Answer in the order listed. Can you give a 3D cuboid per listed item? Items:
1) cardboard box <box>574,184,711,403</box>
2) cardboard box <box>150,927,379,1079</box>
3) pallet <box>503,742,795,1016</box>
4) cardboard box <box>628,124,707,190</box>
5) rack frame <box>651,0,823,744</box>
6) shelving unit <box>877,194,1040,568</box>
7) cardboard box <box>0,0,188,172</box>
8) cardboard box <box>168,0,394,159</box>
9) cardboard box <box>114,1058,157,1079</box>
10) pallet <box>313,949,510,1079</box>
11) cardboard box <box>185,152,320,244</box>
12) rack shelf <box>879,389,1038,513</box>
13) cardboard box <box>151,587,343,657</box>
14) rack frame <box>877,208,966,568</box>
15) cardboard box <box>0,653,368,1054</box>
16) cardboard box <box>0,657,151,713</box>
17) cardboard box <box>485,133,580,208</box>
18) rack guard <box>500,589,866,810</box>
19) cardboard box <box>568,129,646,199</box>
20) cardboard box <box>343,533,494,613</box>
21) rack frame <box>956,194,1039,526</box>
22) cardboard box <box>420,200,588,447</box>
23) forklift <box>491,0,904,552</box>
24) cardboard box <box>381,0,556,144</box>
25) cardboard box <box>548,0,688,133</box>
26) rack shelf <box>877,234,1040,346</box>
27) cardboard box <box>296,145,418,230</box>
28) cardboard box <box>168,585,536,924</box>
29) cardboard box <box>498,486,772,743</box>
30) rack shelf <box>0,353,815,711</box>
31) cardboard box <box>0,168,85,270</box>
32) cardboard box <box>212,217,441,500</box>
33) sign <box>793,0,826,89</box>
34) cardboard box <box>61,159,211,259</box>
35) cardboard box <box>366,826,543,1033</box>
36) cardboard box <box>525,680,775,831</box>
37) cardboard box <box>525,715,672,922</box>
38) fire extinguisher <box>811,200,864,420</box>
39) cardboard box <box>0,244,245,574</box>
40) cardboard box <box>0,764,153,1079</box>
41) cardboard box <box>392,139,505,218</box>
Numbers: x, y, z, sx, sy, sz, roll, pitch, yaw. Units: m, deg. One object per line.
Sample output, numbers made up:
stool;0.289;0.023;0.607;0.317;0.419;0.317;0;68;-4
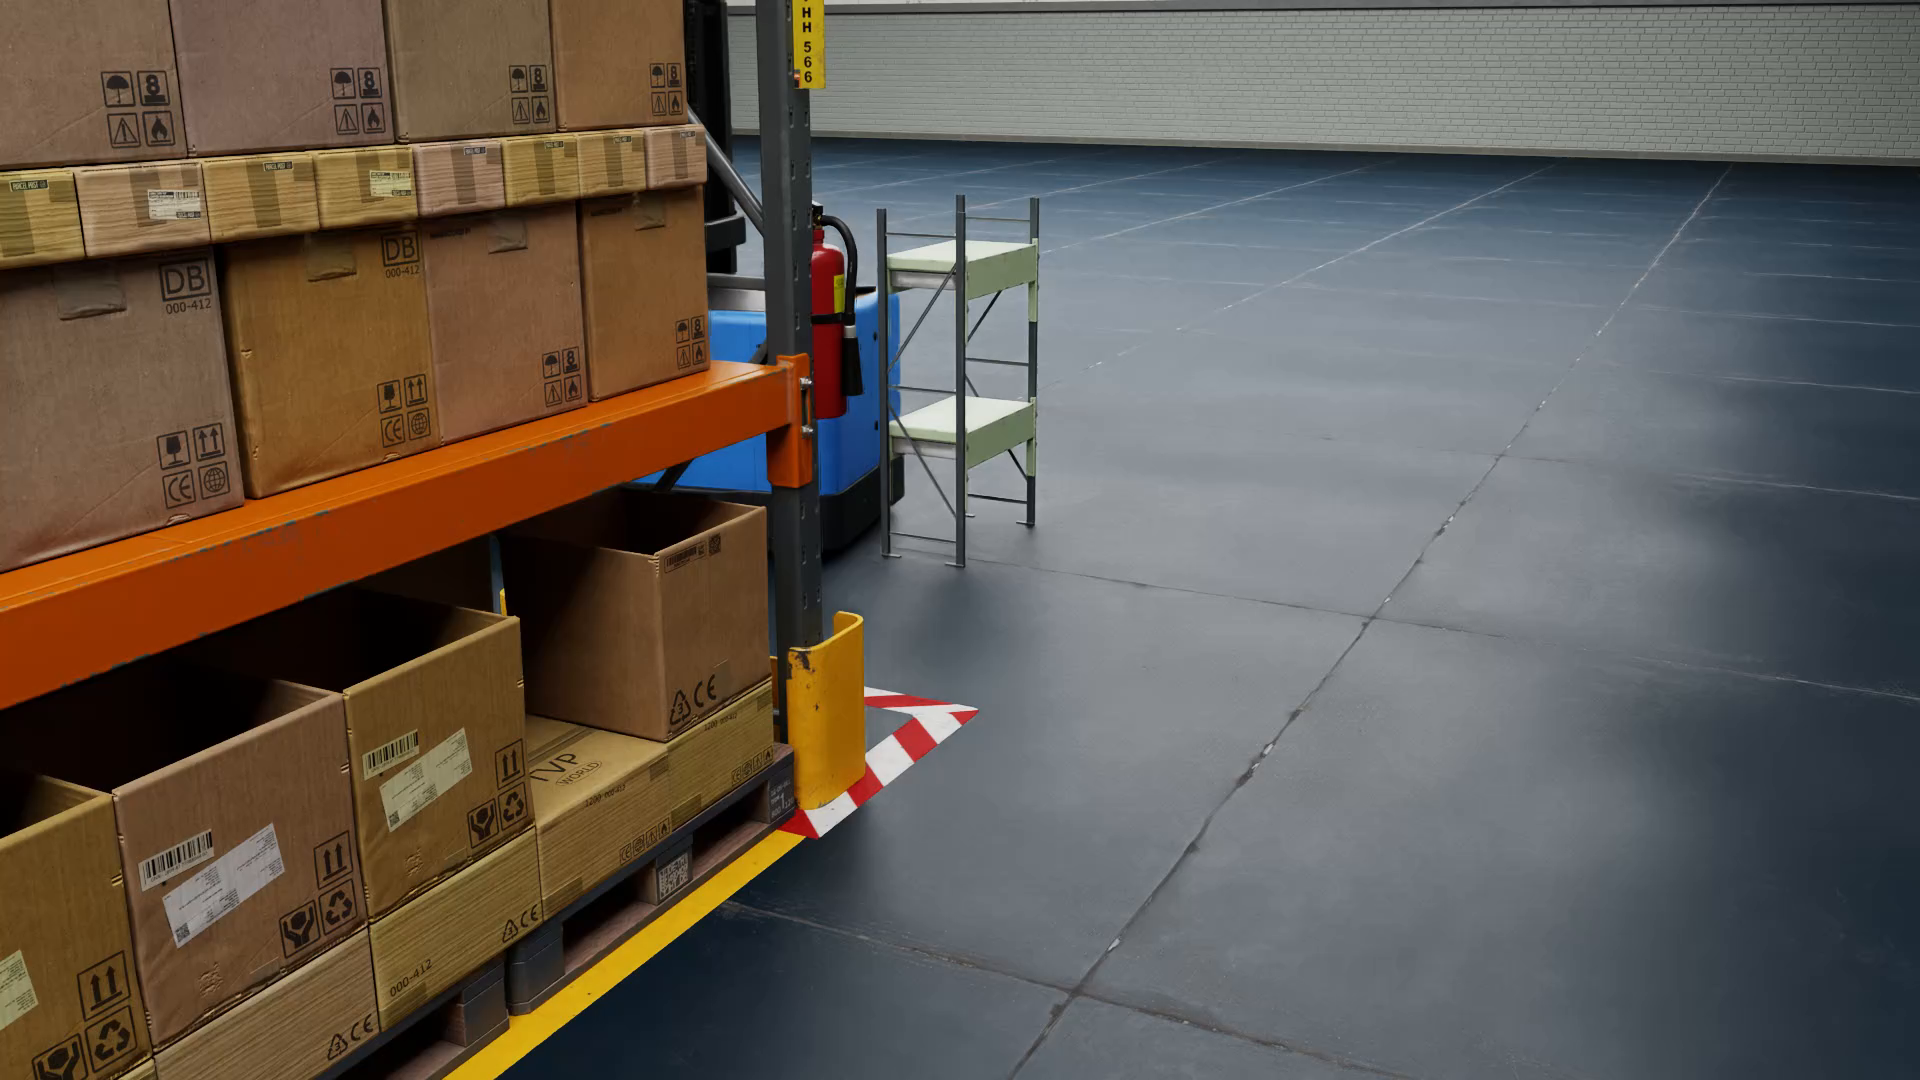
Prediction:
cardboard box;-1.098;-0.684;4.383;0.700;0.500;0.500;8;18;25
cardboard box;-1.513;0.921;3.246;0.500;0.250;0.500;8;18;25
pallet;-1.182;0.783;4.516;1.003;0.211;1.213;8;18;25
cardboard box;-0.878;-0.991;4.277;0.380;0.149;0.250;8;18;24
rack frame;-0.878;-0.753;4.793;1.000;3.000;0.127;8;18;25
shelving unit;0.003;-0.721;7.317;0.431;1.500;0.755;8;18;25
cardboard box;-1.800;-0.902;2.838;0.700;0.500;0.500;8;18;25
cardboard box;-1.576;-1.029;3.267;0.700;0.500;0.500;8;18;26
cardboard box;-1.731;1.049;2.815;0.500;0.250;0.500;8;18;25
pallet;-1.729;1.093;3.473;1.003;0.211;1.213;8;18;25
cardboard box;-1.456;-0.661;3.166;0.380;0.149;0.250;9;19;27
rack shelf;0.003;-0.408;7.409;0.431;0.370;0.720;8;18;25
cardboard box;-1.750;0.369;3.789;0.500;0.500;0.500;8;18;25
rack frame;-0.161;-0.627;7.003;0.400;1.500;0.023;8;18;25
cardboard box;-1.510;0.562;3.138;0.500;0.500;0.500;8;18;25
cardboard box;-1.989;0.494;3.368;0.500;0.500;0.500;8;18;25
cardboard box;-1.108;-0.859;3.832;0.380;0.149;0.250;8;18;25
rack guard;-0.867;0.439;5.169;1.175;0.500;0.348;8;18;25
cardboard box;-0.994;-0.924;4.052;0.380;0.149;0.250;9;19;27
cardboard box;-1.538;0.240;4.223;0.500;0.500;0.500;8;18;25
rack frame;0.167;-0.814;7.630;0.400;1.500;0.023;8;18;25
cardboard box;-1.328;-0.550;3.931;0.700;0.500;0.500;9;19;27
forklift;-1.843;-1.543;7.572;3.031;2.935;1.130;5;17;15
cardboard box;-1.352;-1.158;3.700;0.700;0.500;0.500;8;18;24
cardboard box;-1.122;-1.292;4.153;0.700;0.500;0.500;8;18;26
rack shelf;0.003;-1.095;7.205;0.431;0.370;0.720;8;18;25
cardboard box;-1.340;-0.728;3.392;0.380;0.149;0.250;9;19;27
cardboard box;-1.285;0.435;3.566;0.500;0.500;0.500;8;18;25
cardboard box;-0.851;0.178;4.430;0.500;0.500;0.500;8;18;25
rack shelf;-1.772;0.101;3.180;1.077;0.370;4.000;8;18;25
cardboard box;-1.683;-0.532;2.733;0.380;0.149;0.250;8;18;25
cardboard box;-1.556;-0.424;3.508;0.700;0.500;0.500;8;18;26
sign;-0.399;-1.349;4.350;0.100;0.325;0.005;8;18;25
cardboard box;-1.570;-0.595;2.946;0.380;0.149;0.250;8;18;25
cardboard box;-1.288;0.794;3.674;0.500;0.250;0.500;8;18;25
cardboard box;-0.853;0.538;4.538;0.500;0.250;0.500;8;18;25
cardboard box;-1.066;0.666;4.104;0.500;0.250;0.500;8;18;25
fire extinguisher;-0.410;-0.687;4.706;0.296;0.674;0.183;8;18;25
cardboard box;-1.787;-0.289;3.055;0.700;0.500;0.500;9;19;27
cardboard box;-1.731;0.690;2.708;0.500;0.500;0.500;8;18;25
cardboard box;-1.223;-0.795;3.617;0.380;0.149;0.250;8;18;26
